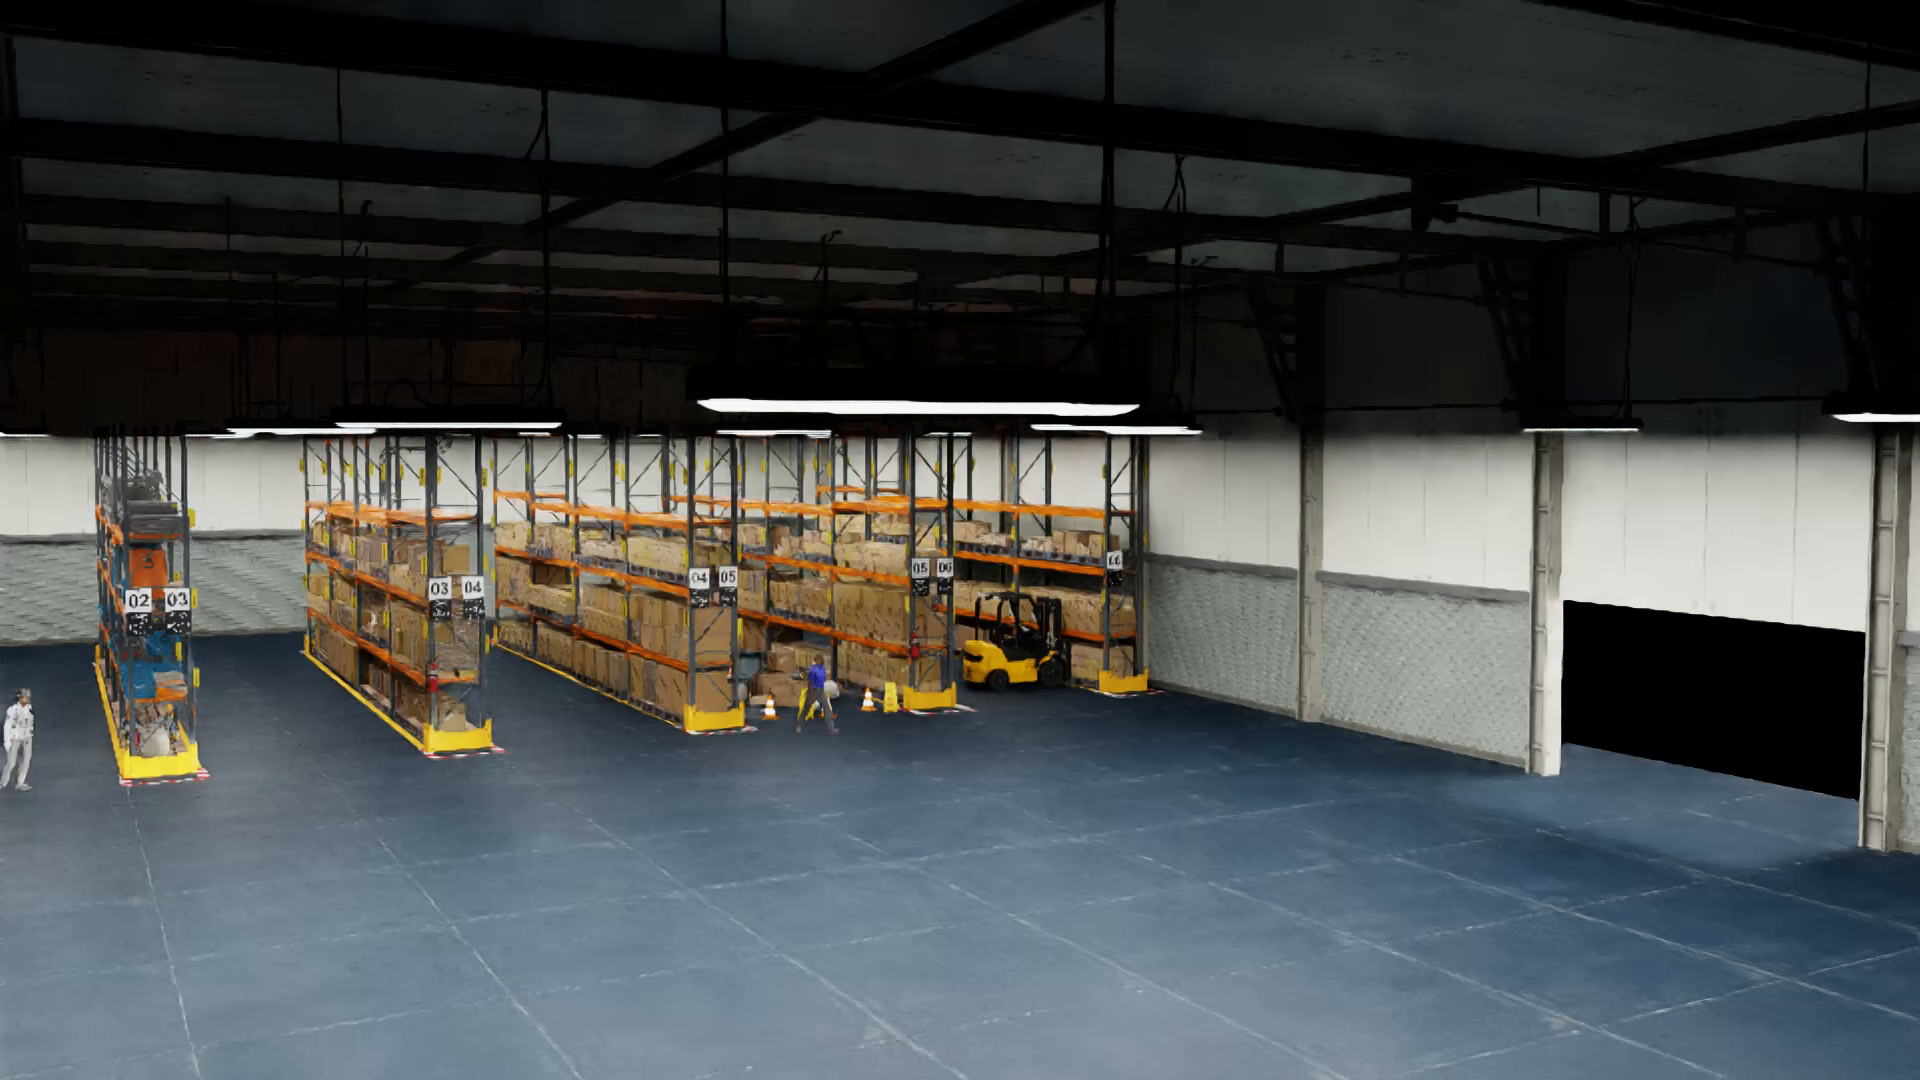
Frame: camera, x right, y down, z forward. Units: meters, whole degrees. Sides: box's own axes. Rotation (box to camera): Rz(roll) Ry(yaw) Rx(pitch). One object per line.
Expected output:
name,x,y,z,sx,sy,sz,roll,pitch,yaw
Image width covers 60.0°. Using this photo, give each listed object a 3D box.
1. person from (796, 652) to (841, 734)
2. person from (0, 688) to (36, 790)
person,-2.789,2.954,32.309,0.938,1.581,0.494,3,4,38
person,-15.424,3.248,27.180,0.534,1.664,0.522,2,4,25
